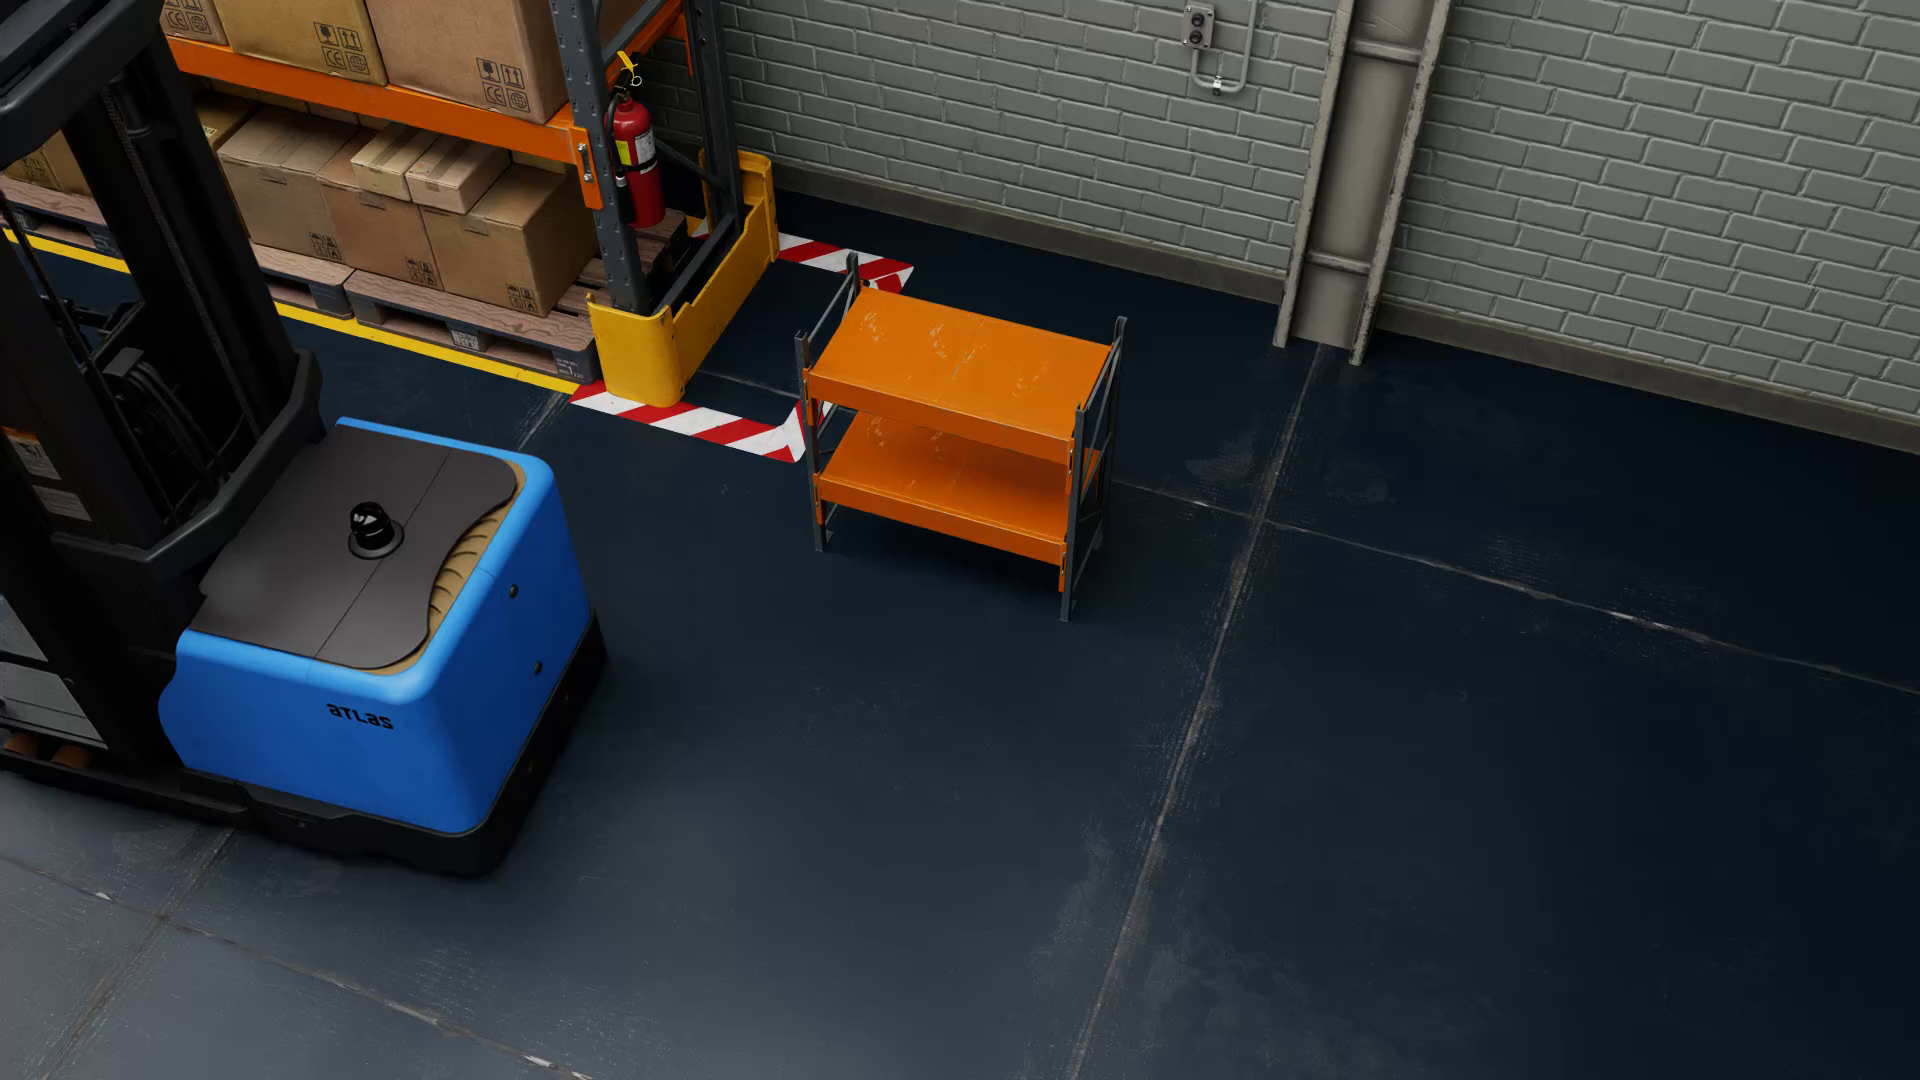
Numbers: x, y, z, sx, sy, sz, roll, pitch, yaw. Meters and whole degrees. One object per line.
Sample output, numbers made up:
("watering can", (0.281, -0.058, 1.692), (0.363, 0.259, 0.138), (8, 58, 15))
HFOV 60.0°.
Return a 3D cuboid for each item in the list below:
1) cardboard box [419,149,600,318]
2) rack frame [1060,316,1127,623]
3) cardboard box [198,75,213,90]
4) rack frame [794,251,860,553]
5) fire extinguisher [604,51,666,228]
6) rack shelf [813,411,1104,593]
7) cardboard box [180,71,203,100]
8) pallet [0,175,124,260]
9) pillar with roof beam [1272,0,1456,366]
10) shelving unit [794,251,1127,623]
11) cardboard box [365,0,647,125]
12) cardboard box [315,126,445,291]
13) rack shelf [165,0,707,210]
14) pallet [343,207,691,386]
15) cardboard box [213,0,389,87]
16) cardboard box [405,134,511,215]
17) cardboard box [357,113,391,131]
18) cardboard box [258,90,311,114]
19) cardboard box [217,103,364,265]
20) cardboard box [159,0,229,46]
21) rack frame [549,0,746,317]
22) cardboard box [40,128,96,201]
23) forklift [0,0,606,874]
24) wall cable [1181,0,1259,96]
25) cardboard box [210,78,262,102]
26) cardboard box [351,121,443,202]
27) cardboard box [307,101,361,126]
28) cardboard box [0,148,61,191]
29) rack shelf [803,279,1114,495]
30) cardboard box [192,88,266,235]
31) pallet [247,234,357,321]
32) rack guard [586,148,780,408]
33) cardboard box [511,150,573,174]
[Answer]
("cardboard box", (-1.901, -1.429, 7.246), (0.500, 0.500, 0.700), (16, 51, 13))
("rack frame", (0.483, -0.234, 6.075), (0.032, 1.125, 0.500), (16, 51, 13))
("cardboard box", (-3.384, -2.215, 7.498), (0.250, 0.149, 0.380), (16, 51, 14))
("rack frame", (-0.471, -0.500, 6.305), (0.032, 1.125, 0.500), (16, 51, 13))
("fire extinguisher", (-1.228, -1.484, 6.215), (0.183, 0.674, 0.296), (16, 51, 13))
("rack shelf", (0.006, -0.207, 6.375), (1.000, 0.278, 0.538), (16, 51, 13))
("cardboard box", (-3.548, -1.952, 7.271), (0.250, 0.149, 0.380), (14, 51, 12))
("pallet", (-4.276, -1.877, 8.104), (1.213, 0.211, 1.003), (16, 51, 13))
("pillar with roof beam", (0.131, -0.817, 1.370), (0.400, 9.000, 9.100), (16, 51, 13))
("shelving unit", (0.006, -0.367, 6.190), (1.048, 1.125, 0.538), (16, 51, 13))
("cardboard box", (-1.692, -2.222, 6.359), (0.700, 0.700, 0.980), (18, 51, 15))
("cardboard box", (-2.371, -1.560, 7.360), (0.500, 0.500, 0.700), (15, 51, 13))
("rack shelf", (-3.086, -2.286, 7.089), (4.000, 0.370, 1.077), (16, 51, 13))
("pallet", (-1.987, -1.238, 7.550), (1.213, 0.211, 1.003), (16, 51, 13))
("cardboard box", (-2.378, -2.405, 6.518), (0.700, 0.700, 0.980), (15, 51, 13))
("cardboard box", (-2.085, -1.546, 6.918), (0.250, 0.149, 0.380), (15, 51, 13))
("cardboard box", (-2.425, -1.948, 7.267), (0.250, 0.149, 0.380), (16, 51, 13))
("cardboard box", (-2.905, -2.081, 7.382), (0.250, 0.149, 0.380), (16, 51, 13))
("cardboard box", (-2.843, -1.691, 7.474), (0.500, 0.500, 0.700), (14, 51, 12))
("cardboard box", (-3.090, -2.611, 6.696), (0.700, 0.700, 0.980), (13, 50, 11))
("rack frame", (-1.210, -1.998, 6.363), (0.127, 3.000, 1.000), (16, 51, 13))
("cardboard box", (-3.826, -1.962, 7.708), (0.500, 0.500, 0.700), (15, 51, 13))
("forklift", (-2.886, -0.462, 5.077), (3.031, 2.935, 1.130), (12, 50, 10))
("wall cable", (0.319, -2.666, 6.270), (1.851, 1.984, 0.084), (16, 51, 13))
("cardboard box", (-3.142, -2.148, 7.440), (0.250, 0.149, 0.380), (15, 51, 12))
("cardboard box", (-2.325, -1.612, 6.976), (0.250, 0.149, 0.380), (17, 51, 14))
("cardboard box", (-2.664, -2.015, 7.325), (0.250, 0.149, 0.380), (16, 51, 14))
("cardboard box", (-4.296, -2.096, 7.824), (0.500, 0.500, 0.700), (16, 51, 14))
("rack shelf", (0.006, -0.558, 5.969), (1.000, 0.278, 0.538), (16, 51, 13))
("cardboard box", (-3.345, -1.826, 7.590), (0.500, 0.500, 0.700), (17, 51, 14))
("pallet", (-3.128, -1.559, 7.828), (1.213, 0.211, 1.003), (16, 51, 13))
("rack guard", (-1.187, -1.173, 7.302), (0.348, 0.500, 1.175), (16, 51, 13))
("cardboard box", (-1.715, -1.750, 7.096), (0.250, 0.149, 0.380), (16, 51, 13))
